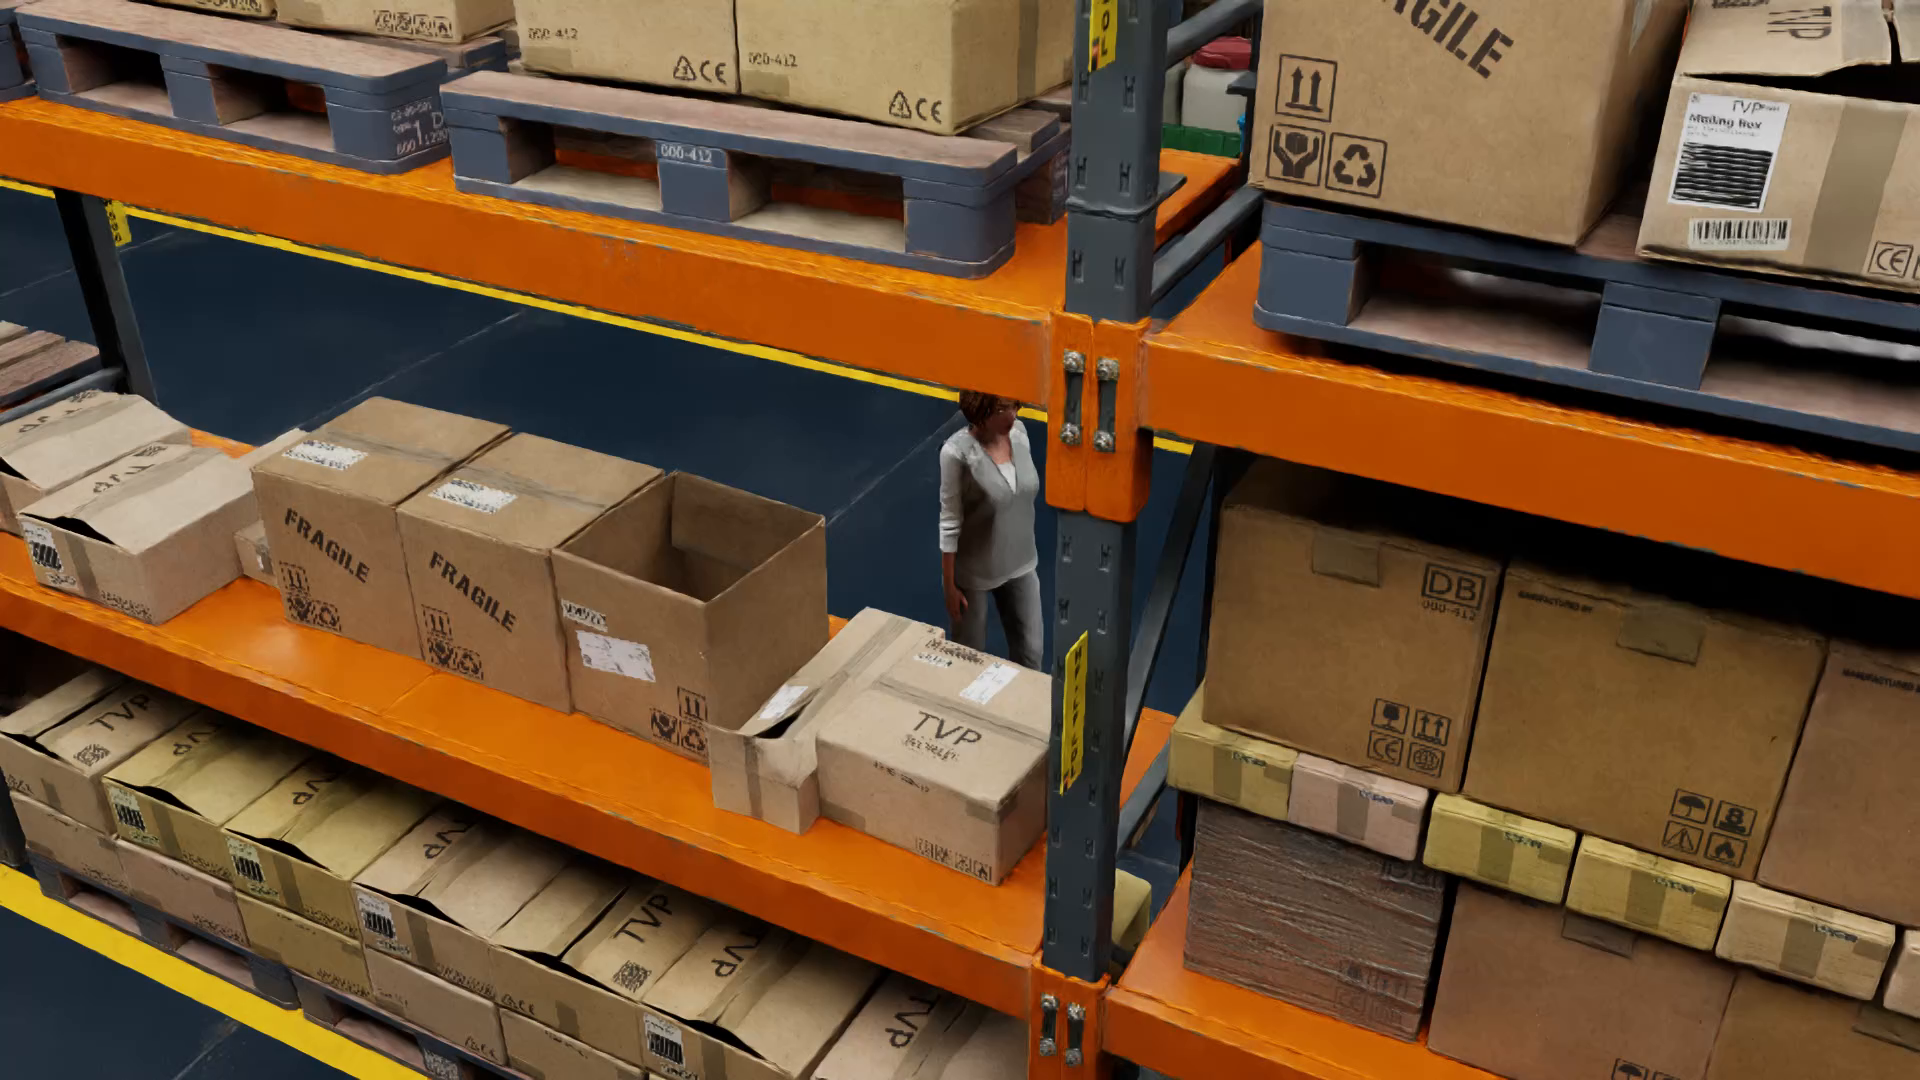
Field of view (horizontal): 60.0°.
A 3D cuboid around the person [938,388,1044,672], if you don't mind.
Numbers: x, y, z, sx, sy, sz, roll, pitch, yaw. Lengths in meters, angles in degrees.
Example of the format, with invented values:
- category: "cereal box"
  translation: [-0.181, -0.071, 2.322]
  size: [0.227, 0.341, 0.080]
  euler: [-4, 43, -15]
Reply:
- category: "person"
  translation: [0.157, 0.153, 5.879]
  size: [0.402, 1.576, 0.664]
  euler: [-19, 36, -29]
